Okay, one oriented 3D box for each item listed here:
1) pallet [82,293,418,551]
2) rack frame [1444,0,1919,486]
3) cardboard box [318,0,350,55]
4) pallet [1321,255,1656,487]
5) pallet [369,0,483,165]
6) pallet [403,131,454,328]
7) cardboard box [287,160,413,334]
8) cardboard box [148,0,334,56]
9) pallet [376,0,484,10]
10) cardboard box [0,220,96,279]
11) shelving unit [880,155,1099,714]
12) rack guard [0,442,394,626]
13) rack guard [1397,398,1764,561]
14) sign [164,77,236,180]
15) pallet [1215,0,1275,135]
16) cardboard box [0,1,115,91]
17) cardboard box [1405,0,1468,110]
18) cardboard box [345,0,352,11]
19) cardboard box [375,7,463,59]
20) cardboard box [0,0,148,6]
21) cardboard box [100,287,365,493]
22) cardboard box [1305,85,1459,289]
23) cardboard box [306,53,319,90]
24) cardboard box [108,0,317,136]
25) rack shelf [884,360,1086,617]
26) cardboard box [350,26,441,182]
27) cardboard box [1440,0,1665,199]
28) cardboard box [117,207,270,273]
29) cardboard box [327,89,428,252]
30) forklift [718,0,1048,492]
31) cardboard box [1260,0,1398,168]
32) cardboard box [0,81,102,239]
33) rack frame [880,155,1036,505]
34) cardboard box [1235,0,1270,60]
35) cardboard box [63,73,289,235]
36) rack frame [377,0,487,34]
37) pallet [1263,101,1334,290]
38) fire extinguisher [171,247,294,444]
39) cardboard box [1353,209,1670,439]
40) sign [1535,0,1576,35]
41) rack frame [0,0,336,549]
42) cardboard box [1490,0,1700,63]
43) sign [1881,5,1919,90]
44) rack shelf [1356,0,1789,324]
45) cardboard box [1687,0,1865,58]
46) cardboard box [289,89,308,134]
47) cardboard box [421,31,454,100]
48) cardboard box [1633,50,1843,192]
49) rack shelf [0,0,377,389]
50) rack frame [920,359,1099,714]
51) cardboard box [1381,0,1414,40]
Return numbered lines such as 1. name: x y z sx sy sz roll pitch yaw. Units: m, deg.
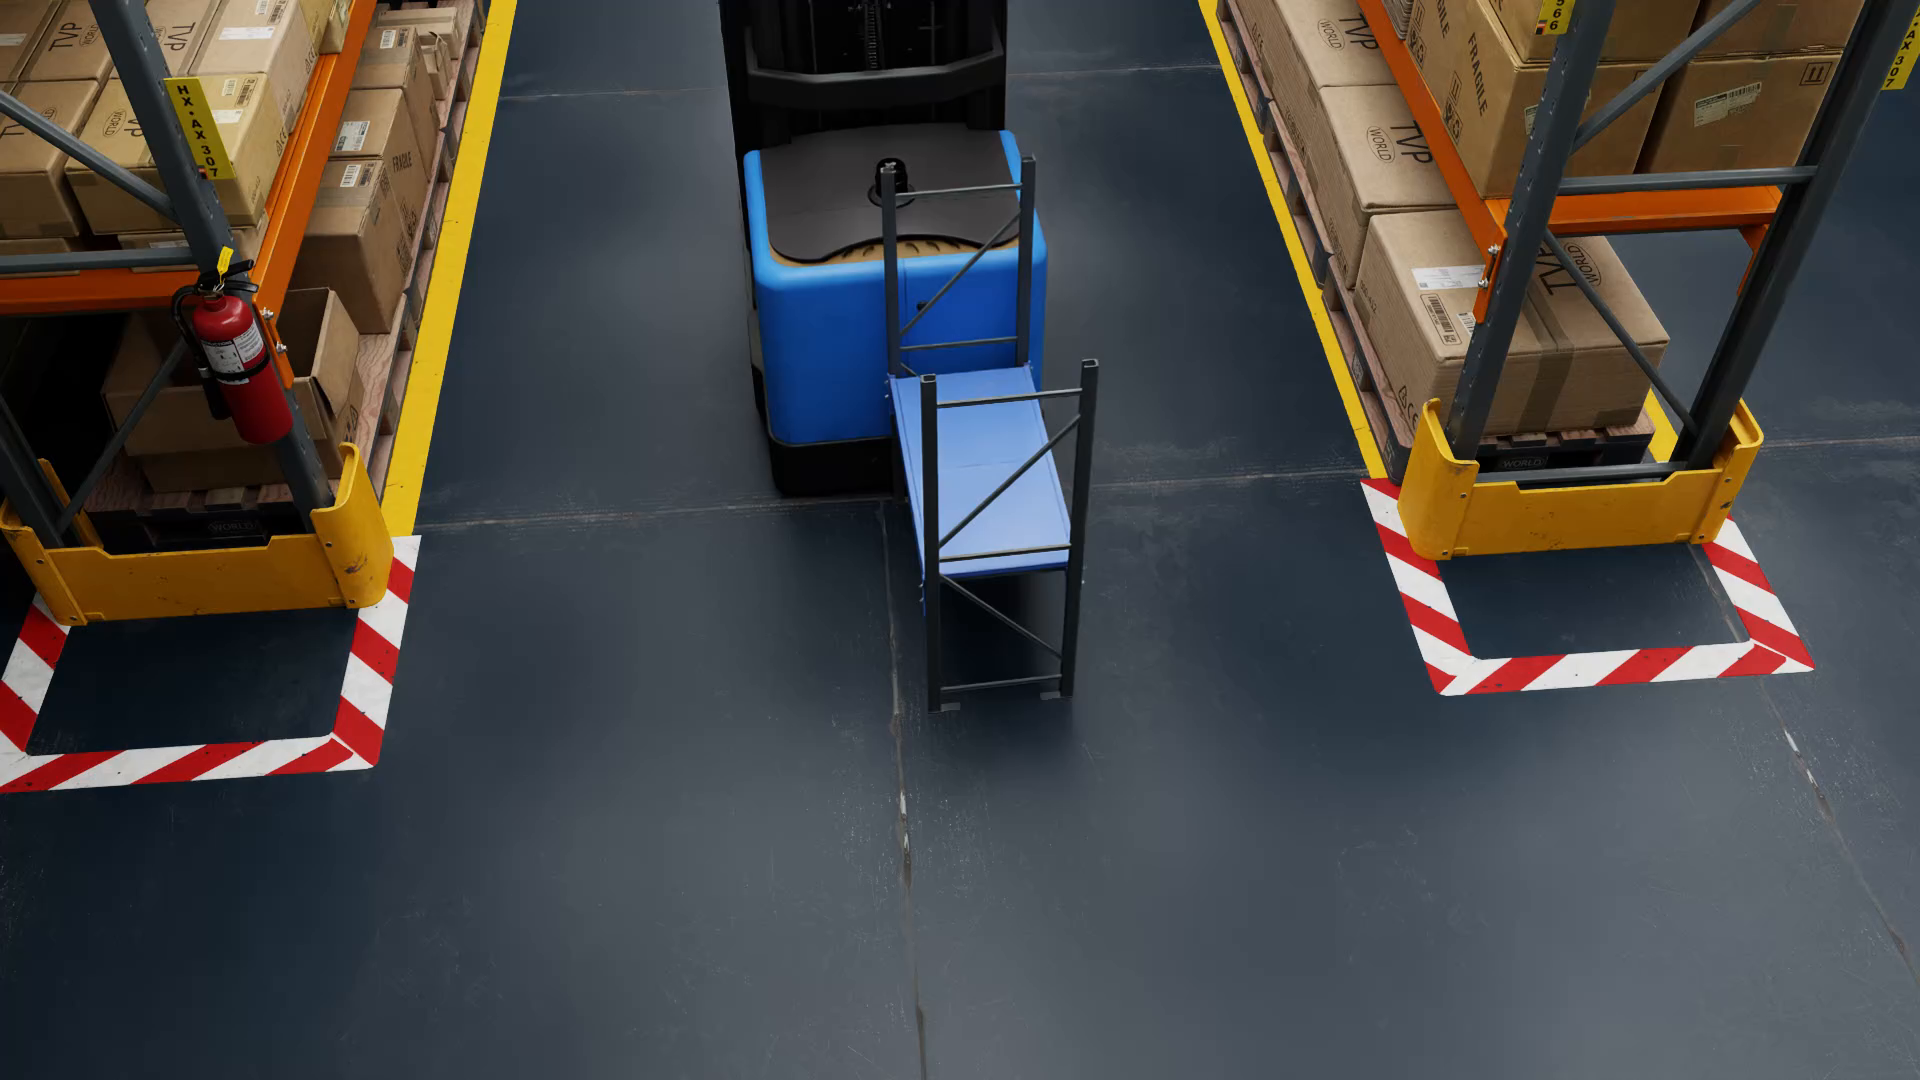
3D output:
1. pallet: -2.756 -0.497 6.575 1.003 0.211 1.213 -3 47 -3
2. rack frame: 2.264 -1.128 5.253 1.000 3.000 0.127 -3 47 -3
3. cardboard box: -2.495 -1.927 6.182 0.380 0.149 0.250 -5 47 -4
4. pallet: 2.119 -0.743 6.808 1.003 0.211 1.213 -3 47 -3
5. pallet: -2.960 -2.262 8.247 1.003 0.211 1.213 -3 47 -3
6. pallet: -2.855 -1.377 7.409 1.003 0.211 1.213 -3 47 -3
7. cardboard box: -2.672 -1.178 6.732 0.700 0.500 0.500 -2 47 -2
8. cardboard box: -2.540 -1.951 5.930 0.500 0.250 0.500 -4 47 -4
9. pallet: -3.123 -3.345 9.273 1.003 0.211 1.213 -3 47 -3
10. cardboard box: -2.977 -0.961 5.267 0.380 0.149 0.250 -4 47 -4
11. shelving unit: 0.067 -0.322 5.522 0.538 1.500 1.048 -6 47 -6
12. rack guard: -2.688 -0.019 5.924 1.175 0.500 0.348 -3 47 -3
13. rack guard: 2.266 -0.251 6.144 1.175 0.500 0.348 -3 47 -3
14. sign: -2.141 -1.155 4.681 0.100 0.325 0.005 -3 47 -3
15. pallet: 1.915 -2.509 8.480 1.003 0.211 1.213 -3 47 -3
16. cardboard box: -3.027 -1.564 5.564 0.500 0.250 0.500 -3 47 -3
17. cardboard box: 1.933 -1.860 5.876 0.500 0.500 0.500 -4 47 -4
18. cardboard box: -2.537 -2.116 6.361 0.380 0.149 0.250 -3 47 -2
19. cardboard box: -2.678 -2.497 8.223 0.380 0.149 0.250 -5 47 -4
20. cardboard box: -3.064 -1.923 5.904 0.500 0.250 0.500 -2 47 -2
21. cardboard box: -2.639 -0.558 6.143 0.797 0.503 0.637 -5 47 -5
22. cardboard box: 2.024 -1.525 7.104 0.875 0.438 0.875 -2 47 -2
23. cardboard box: -2.548 -1.740 6.005 0.380 0.149 0.250 -3 47 -3
24. cardboard box: -2.494 -1.584 5.583 0.500 0.250 0.500 -3 47 -3
25. rack shelf: 0.067 -0.198 5.653 0.538 0.185 1.000 -6 47 -6
26. cardboard box: -2.759 -1.929 7.443 0.700 0.500 0.500 -5 47 -5
27. cardboard box: 1.960 -1.496 5.532 0.500 0.500 0.500 -3 47 -3
28. cardboard box: -2.436 -0.992 5.297 0.380 0.149 0.250 -4 47 -4
29. cardboard box: -2.616 -1.566 7.100 0.500 0.500 0.500 -3 47 -3
30. forklift: -0.399 -2.272 6.383 1.130 2.935 3.031 -6 47 -6
31. cardboard box: 1.950 -2.177 7.721 0.875 0.438 0.875 -5 47 -4
32. cardboard box: -2.985 -1.191 5.211 0.500 0.250 0.500 -2 47 -2
33. rack frame: -0.005 -0.687 5.868 0.500 1.500 0.032 -6 47 -6
34. cardboard box: 1.875 -2.825 8.335 0.875 0.438 0.875 -4 47 -4
35. cardboard box: -2.452 -1.219 5.237 0.500 0.250 0.500 -3 47 -3
36. rack frame: -3.017 -3.718 7.705 1.000 3.000 0.127 -3 47 -3
37. pallet: 2.020 -1.624 7.643 1.003 0.211 1.213 -3 47 -3
38. fire extinguisher: -2.209 -0.591 5.054 0.296 0.674 0.183 -3 47 -3
39. cardboard box: 2.109 -0.863 6.477 0.875 0.438 0.875 -5 47 -5
40. sign: 1.722 -1.585 4.725 0.100 0.325 0.005 -3 47 -3
41. rack frame: -2.682 -0.824 4.964 1.000 3.000 0.127 -3 47 -3
42. cardboard box: 1.986 -1.841 5.170 0.500 0.500 0.500 -2 47 -2
43. sign: 2.817 -1.483 4.937 0.100 0.325 0.005 -3 47 -3
44. rack shelf: 2.096 -2.328 6.884 1.077 0.370 4.000 -3 47 -3
45. cardboard box: 2.507 -1.871 5.199 0.500 0.500 0.500 -4 47 -4
46. cardboard box: -2.520 -1.548 5.823 0.380 0.149 0.250 -2 47 -2
47. cardboard box: -2.648 -2.279 7.936 0.396 0.266 0.258 -2 47 -2
48. cardboard box: 2.510 -1.527 5.562 0.500 0.500 0.500 -4 47 -4
49. rack shelf: -2.850 -2.024 6.596 1.077 0.370 4.000 -3 47 -3
50. rack frame: 0.139 0.043 5.176 0.500 1.500 0.032 -6 47 -6
51. cardboard box: 1.880 -2.231 6.228 0.500 0.500 0.500 -2 47 -2
